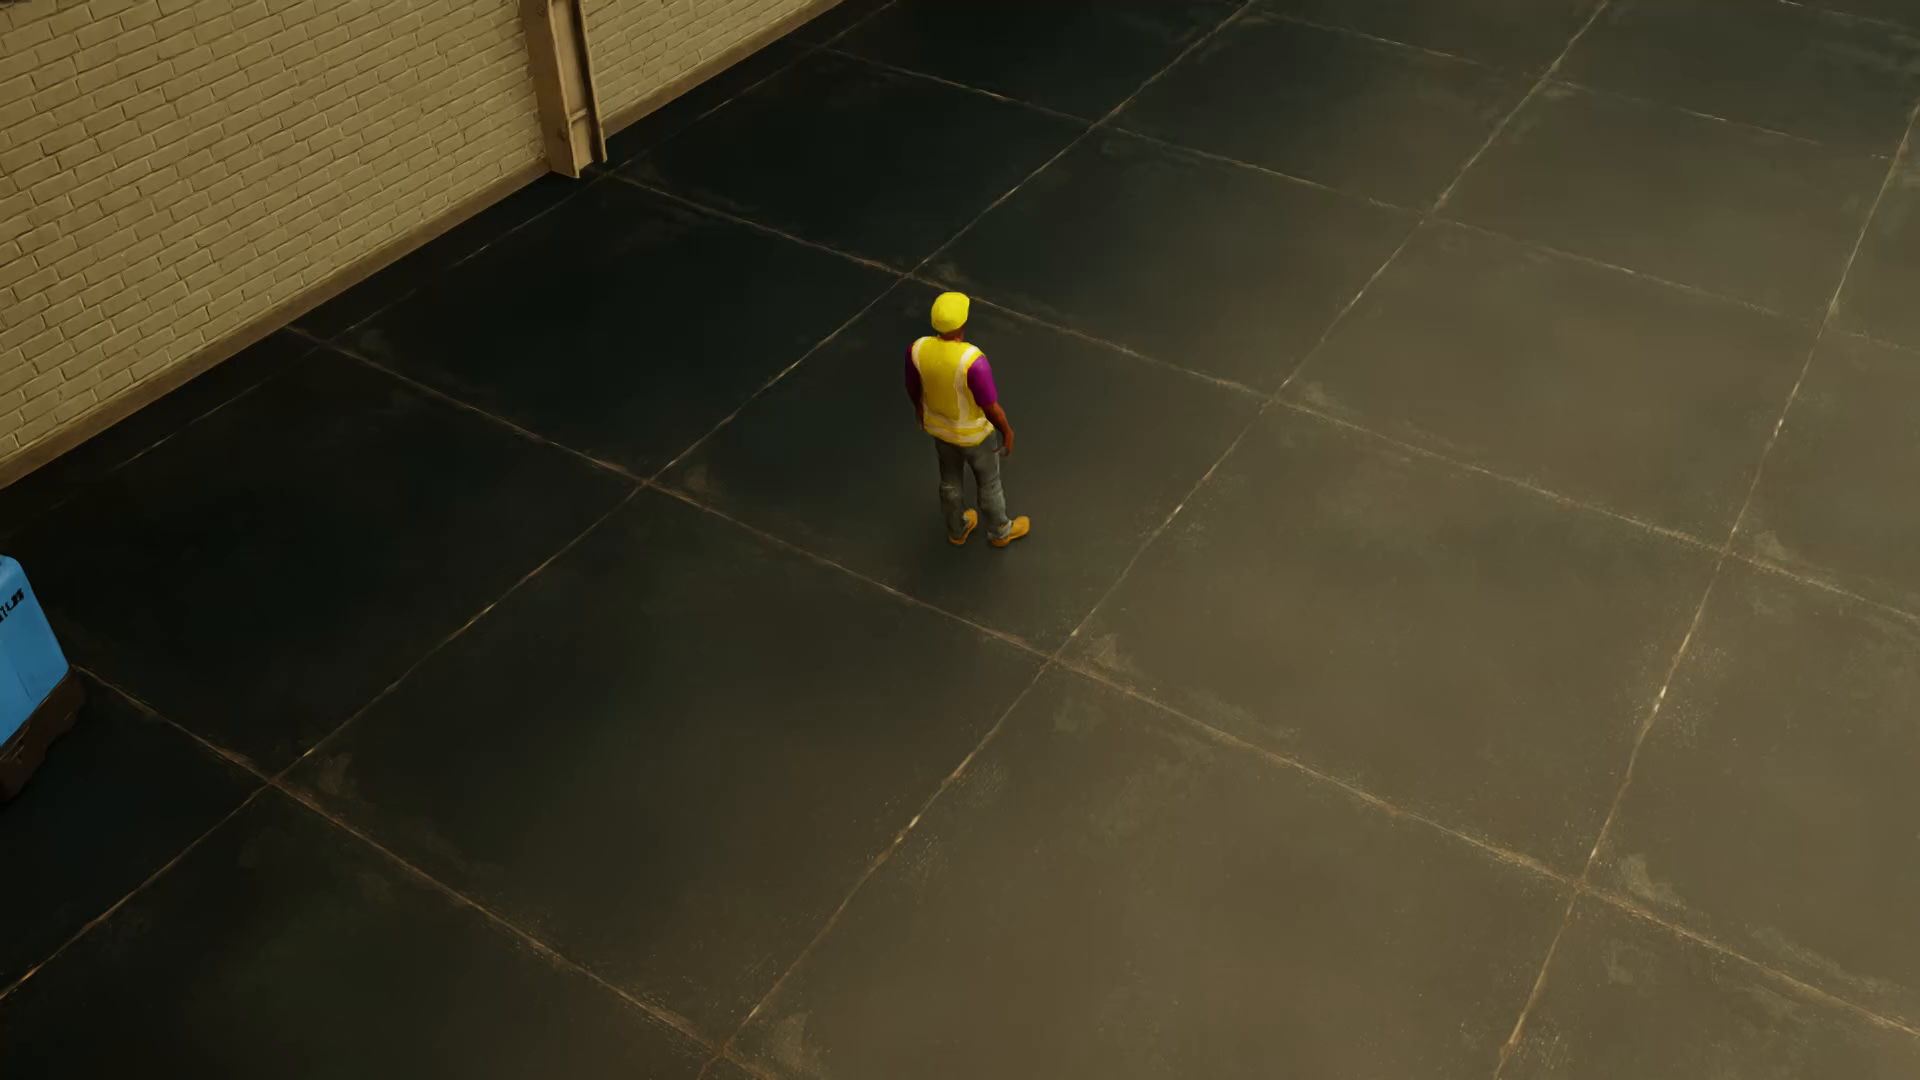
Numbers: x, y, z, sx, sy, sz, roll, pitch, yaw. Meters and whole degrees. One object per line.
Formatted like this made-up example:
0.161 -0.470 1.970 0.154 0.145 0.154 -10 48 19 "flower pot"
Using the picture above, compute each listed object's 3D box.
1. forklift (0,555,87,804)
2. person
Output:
-5.589 0.654 7.195 1.130 2.935 3.031 8 41 9 "forklift"
0.042 -0.716 9.701 0.665 1.766 0.576 22 45 24 "person"
